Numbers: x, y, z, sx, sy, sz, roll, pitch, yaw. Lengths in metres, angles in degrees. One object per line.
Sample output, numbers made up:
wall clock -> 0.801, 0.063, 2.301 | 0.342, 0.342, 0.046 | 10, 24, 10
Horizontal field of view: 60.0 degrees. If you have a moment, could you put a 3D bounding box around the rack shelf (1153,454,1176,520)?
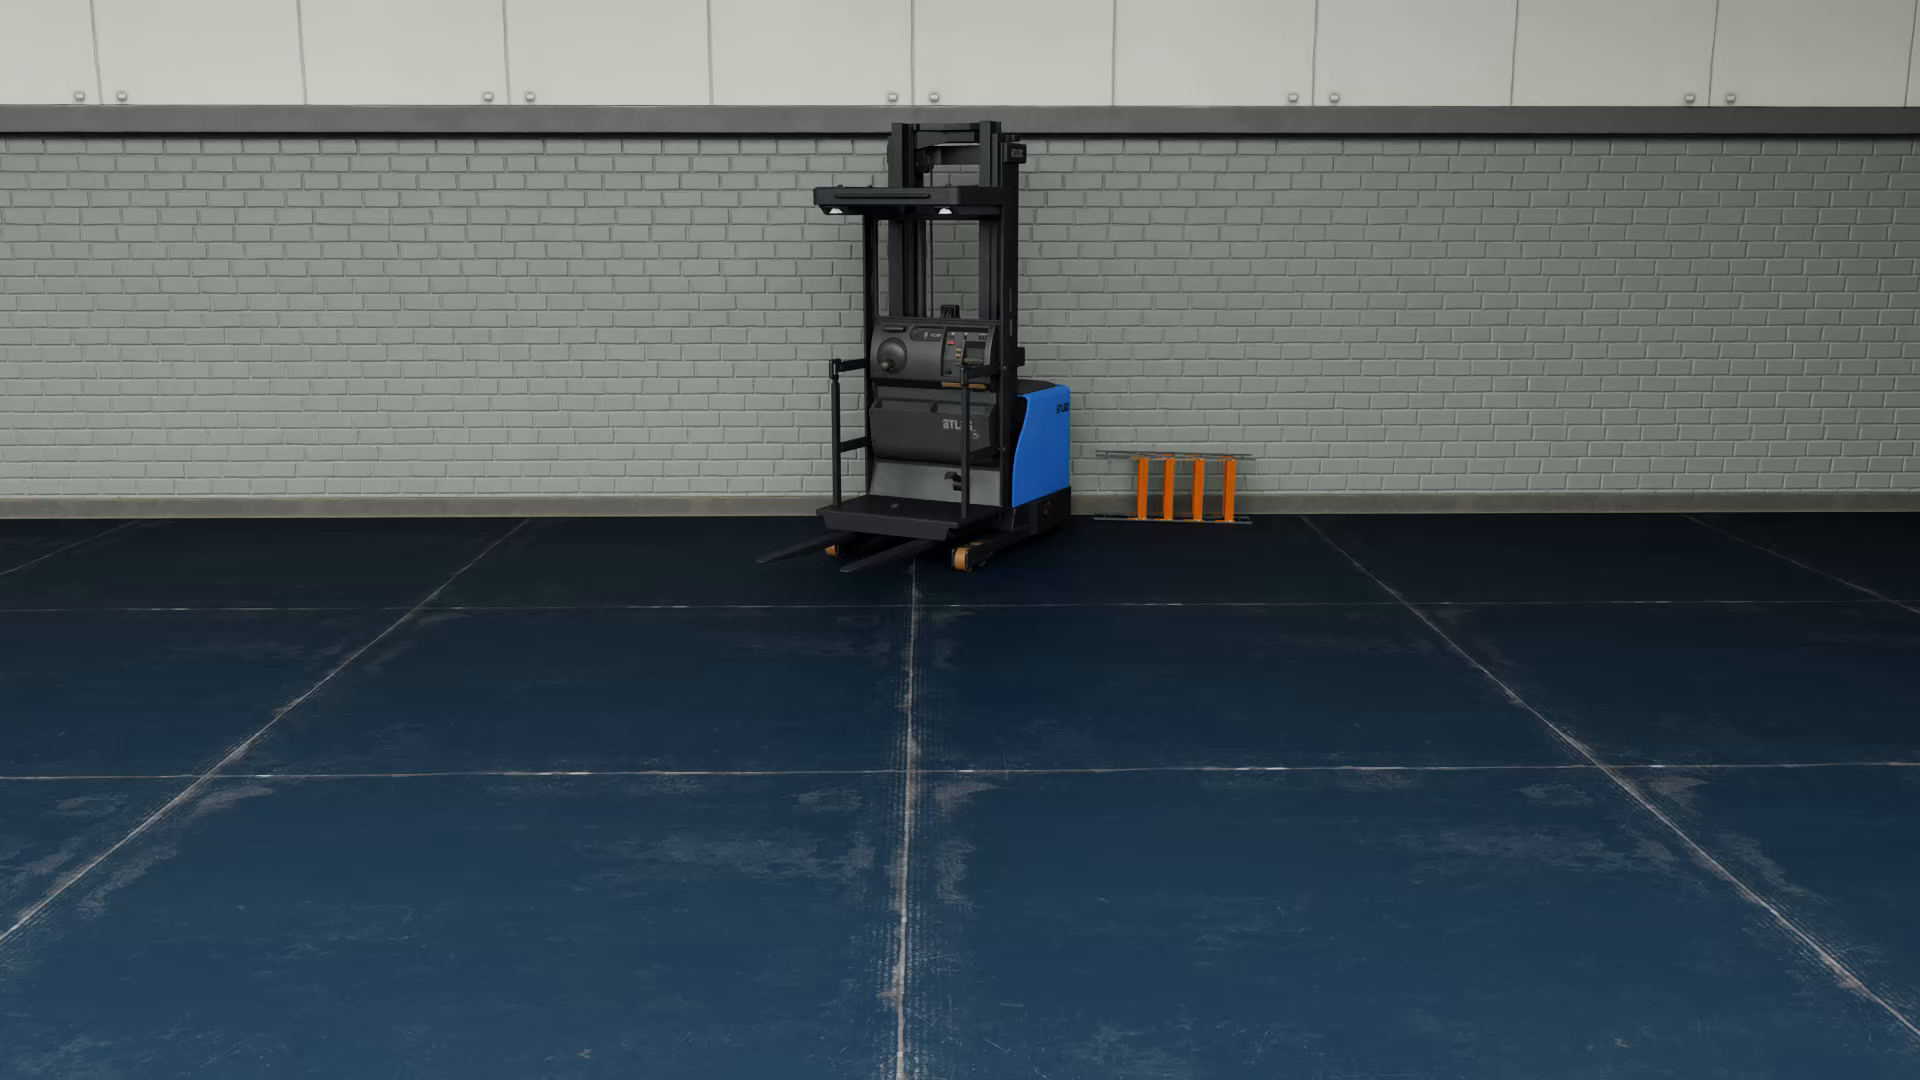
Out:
rack shelf -> 1.568, -0.410, 12.762 | 0.148, 0.480, 0.258 | 2, 12, 4

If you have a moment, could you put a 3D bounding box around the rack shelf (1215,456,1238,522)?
rack shelf -> 2.027, -0.397, 12.733 | 0.148, 0.480, 0.258 | 2, 12, 4

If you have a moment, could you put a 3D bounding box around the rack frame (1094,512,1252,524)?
rack frame -> 1.632, -0.169, 12.807 | 1.200, 0.015, 0.240 | 2, 12, 4

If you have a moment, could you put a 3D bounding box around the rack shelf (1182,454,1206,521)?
rack shelf -> 1.791, -0.404, 12.748 | 0.148, 0.480, 0.258 | 2, 12, 4

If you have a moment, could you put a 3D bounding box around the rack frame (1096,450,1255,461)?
rack frame -> 1.639, -0.647, 12.709 | 1.200, 0.015, 0.240 | 2, 12, 4

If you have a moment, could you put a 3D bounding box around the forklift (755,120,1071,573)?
forklift -> -0.285, -1.326, 11.222 | 1.130, 2.935, 3.031 | 6, 13, 26

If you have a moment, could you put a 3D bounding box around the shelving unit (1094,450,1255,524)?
shelving unit -> 1.635, -0.408, 12.758 | 1.200, 0.503, 0.258 | 2, 12, 4

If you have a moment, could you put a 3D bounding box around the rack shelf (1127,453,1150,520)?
rack shelf -> 1.370, -0.416, 12.775 | 0.148, 0.480, 0.258 | 2, 12, 4
